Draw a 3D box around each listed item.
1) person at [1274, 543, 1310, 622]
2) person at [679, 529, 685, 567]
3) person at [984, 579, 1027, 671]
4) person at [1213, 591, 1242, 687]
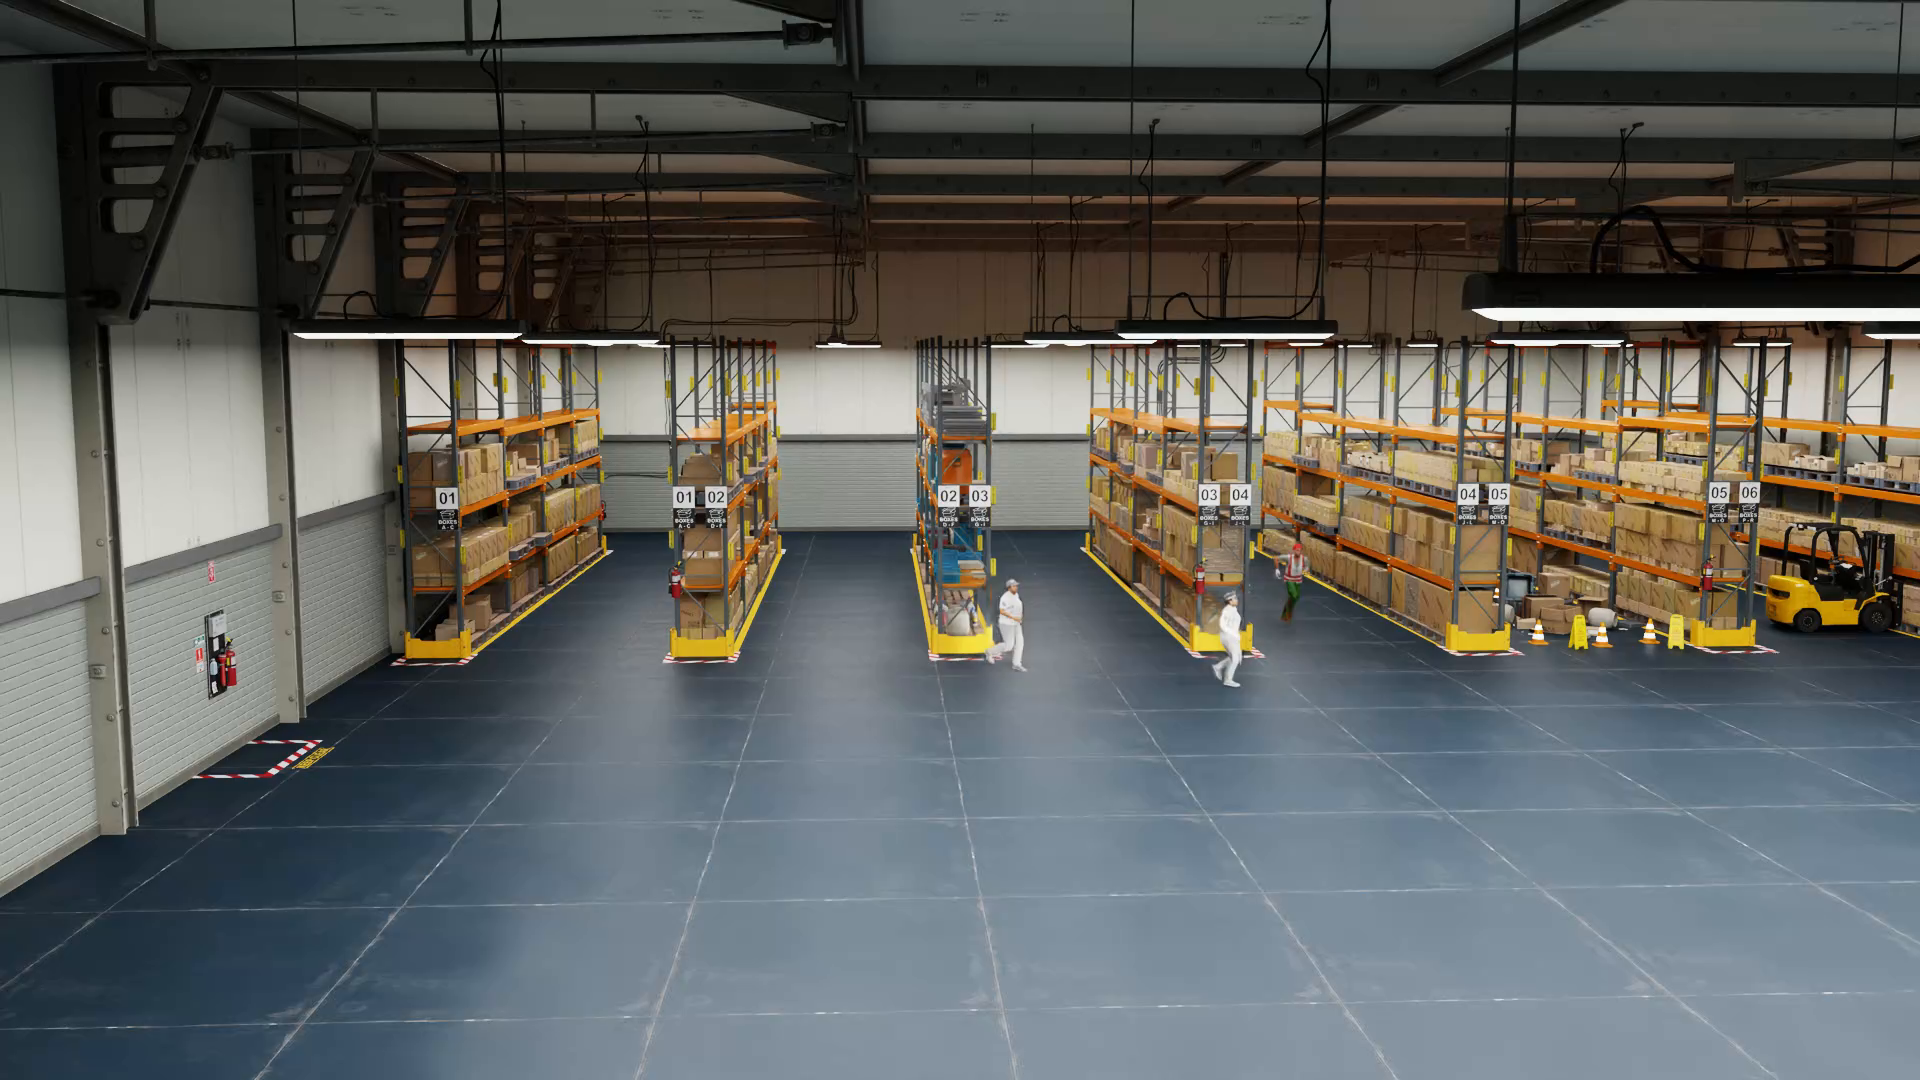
[{"bbox_3d":[6.977,0.898,34.841,0.643,1.697,0.880,-2,7,-18],"label":"person"},{"bbox_3d":[-6.782,0.115,41.681,0.652,1.742,0.902,-1,7,-11],"label":"person"},{"bbox_3d":[0.866,1.526,29.961,0.779,1.664,0.614,4,7,28],"label":"person"},{"bbox_3d":[4.570,1.680,28.429,0.553,1.662,0.628,3,7,26],"label":"person"}]
